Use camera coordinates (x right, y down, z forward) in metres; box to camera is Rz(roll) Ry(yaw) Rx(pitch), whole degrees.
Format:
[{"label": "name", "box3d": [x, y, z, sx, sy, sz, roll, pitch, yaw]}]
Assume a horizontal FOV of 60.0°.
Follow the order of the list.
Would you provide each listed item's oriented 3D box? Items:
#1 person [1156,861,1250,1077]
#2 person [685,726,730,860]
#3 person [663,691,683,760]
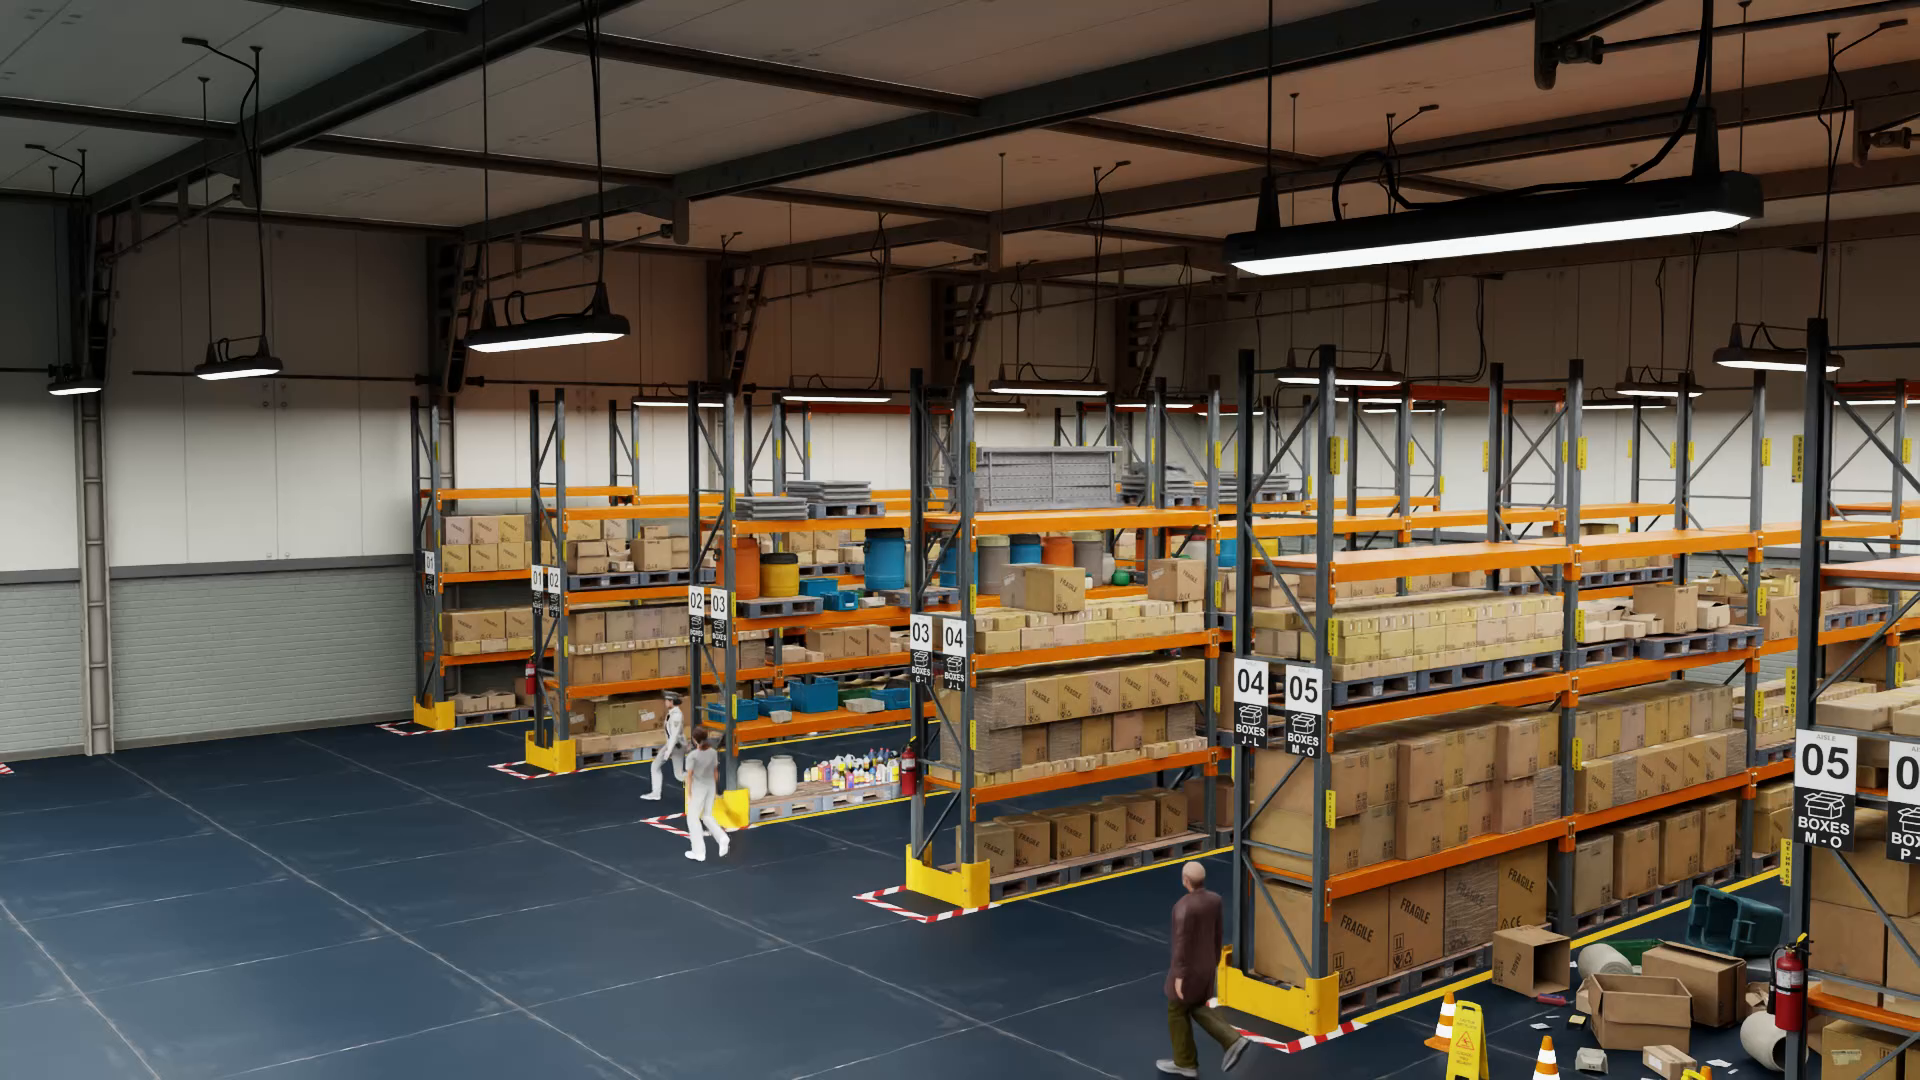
[{"label": "person", "box3d": [1.946, 3.473, 13.429, 0.766, 1.759, 0.542, 2, 4, 36]}, {"label": "person", "box3d": [-3.135, 3.108, 20.418, 0.609, 1.655, 0.470, 2, 4, 36]}, {"label": "person", "box3d": [-4.139, 2.689, 24.018, 0.356, 0.999, 0.478, -1, 4, -21]}]
